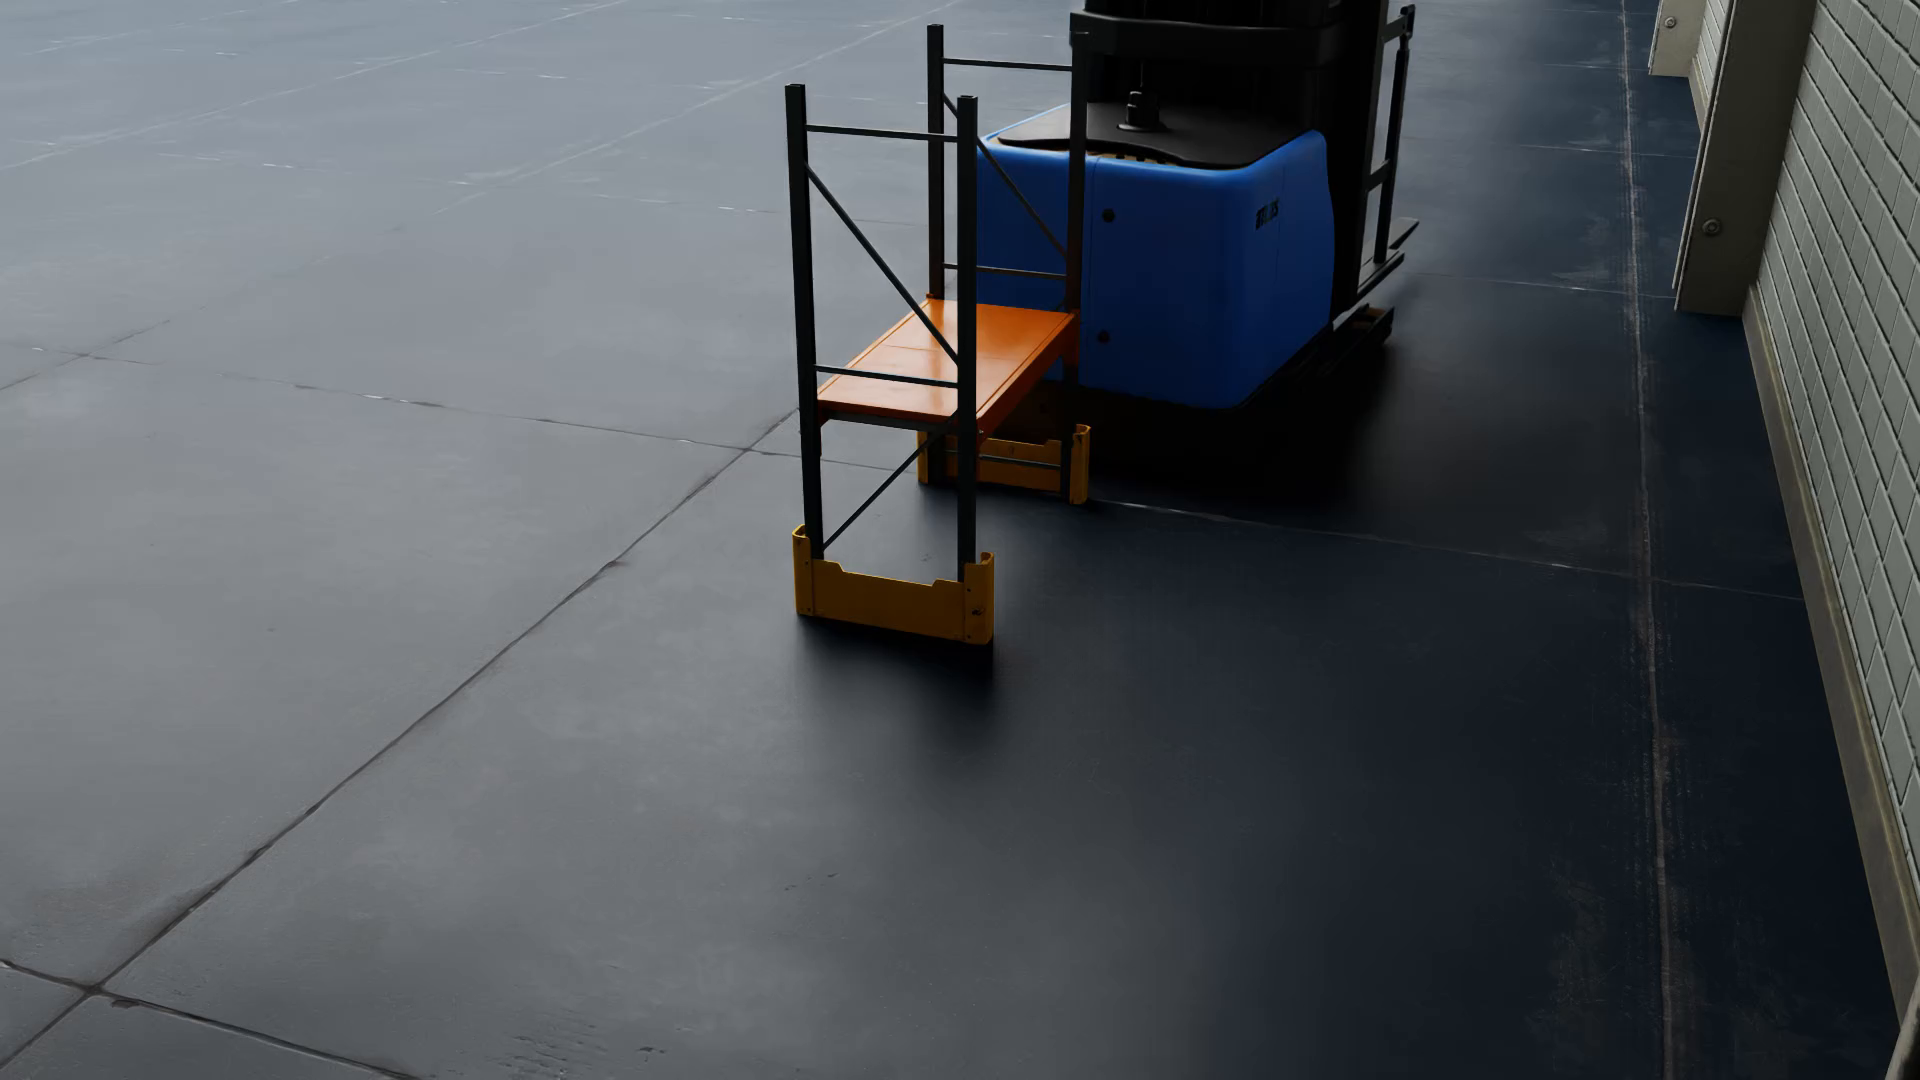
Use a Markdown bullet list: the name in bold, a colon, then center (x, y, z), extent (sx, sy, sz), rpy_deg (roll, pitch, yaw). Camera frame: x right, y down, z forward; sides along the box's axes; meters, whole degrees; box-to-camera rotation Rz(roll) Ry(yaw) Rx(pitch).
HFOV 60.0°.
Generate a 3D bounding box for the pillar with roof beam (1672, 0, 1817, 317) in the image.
- **pillar with roof beam**: center (-0.690, -5.747, 6.794), extent (9.100, 9.000, 0.400), rpy_deg (9, 27, 17)

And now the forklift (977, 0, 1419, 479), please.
- **forklift**: center (1.146, -2.128, 6.282), extent (1.130, 2.935, 3.031), rpy_deg (13, 29, 26)

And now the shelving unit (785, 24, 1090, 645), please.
- **shelving unit**: center (-0.025, -0.644, 4.858), extent (0.587, 1.500, 1.083), rpy_deg (9, 27, 17)

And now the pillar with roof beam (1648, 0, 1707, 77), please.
- **pillar with roof beam**: center (1.307, -8.213, 11.887), extent (9.100, 9.000, 0.400), rpy_deg (9, 27, 17)

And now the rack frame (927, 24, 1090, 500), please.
- **rack frame**: center (0.141, -0.849, 5.282), extent (0.500, 1.500, 0.032), rpy_deg (9, 27, 17)

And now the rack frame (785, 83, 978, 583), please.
- **rack frame**: center (-0.198, -0.431, 4.419), extent (0.500, 1.500, 0.032), rpy_deg (9, 27, 17)

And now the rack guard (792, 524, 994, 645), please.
- **rack guard**: center (-0.191, 0.123, 4.708), extent (0.587, 0.250, 0.087), rpy_deg (9, 27, 17)

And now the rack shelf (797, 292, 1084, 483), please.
- **rack shelf**: center (-0.028, -0.478, 4.929), extent (0.538, 0.185, 1.000), rpy_deg (9, 27, 17)

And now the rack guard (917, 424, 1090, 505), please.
- **rack guard**: center (0.140, -0.286, 5.554), extent (0.587, 0.250, 0.087), rpy_deg (9, 27, 17)
